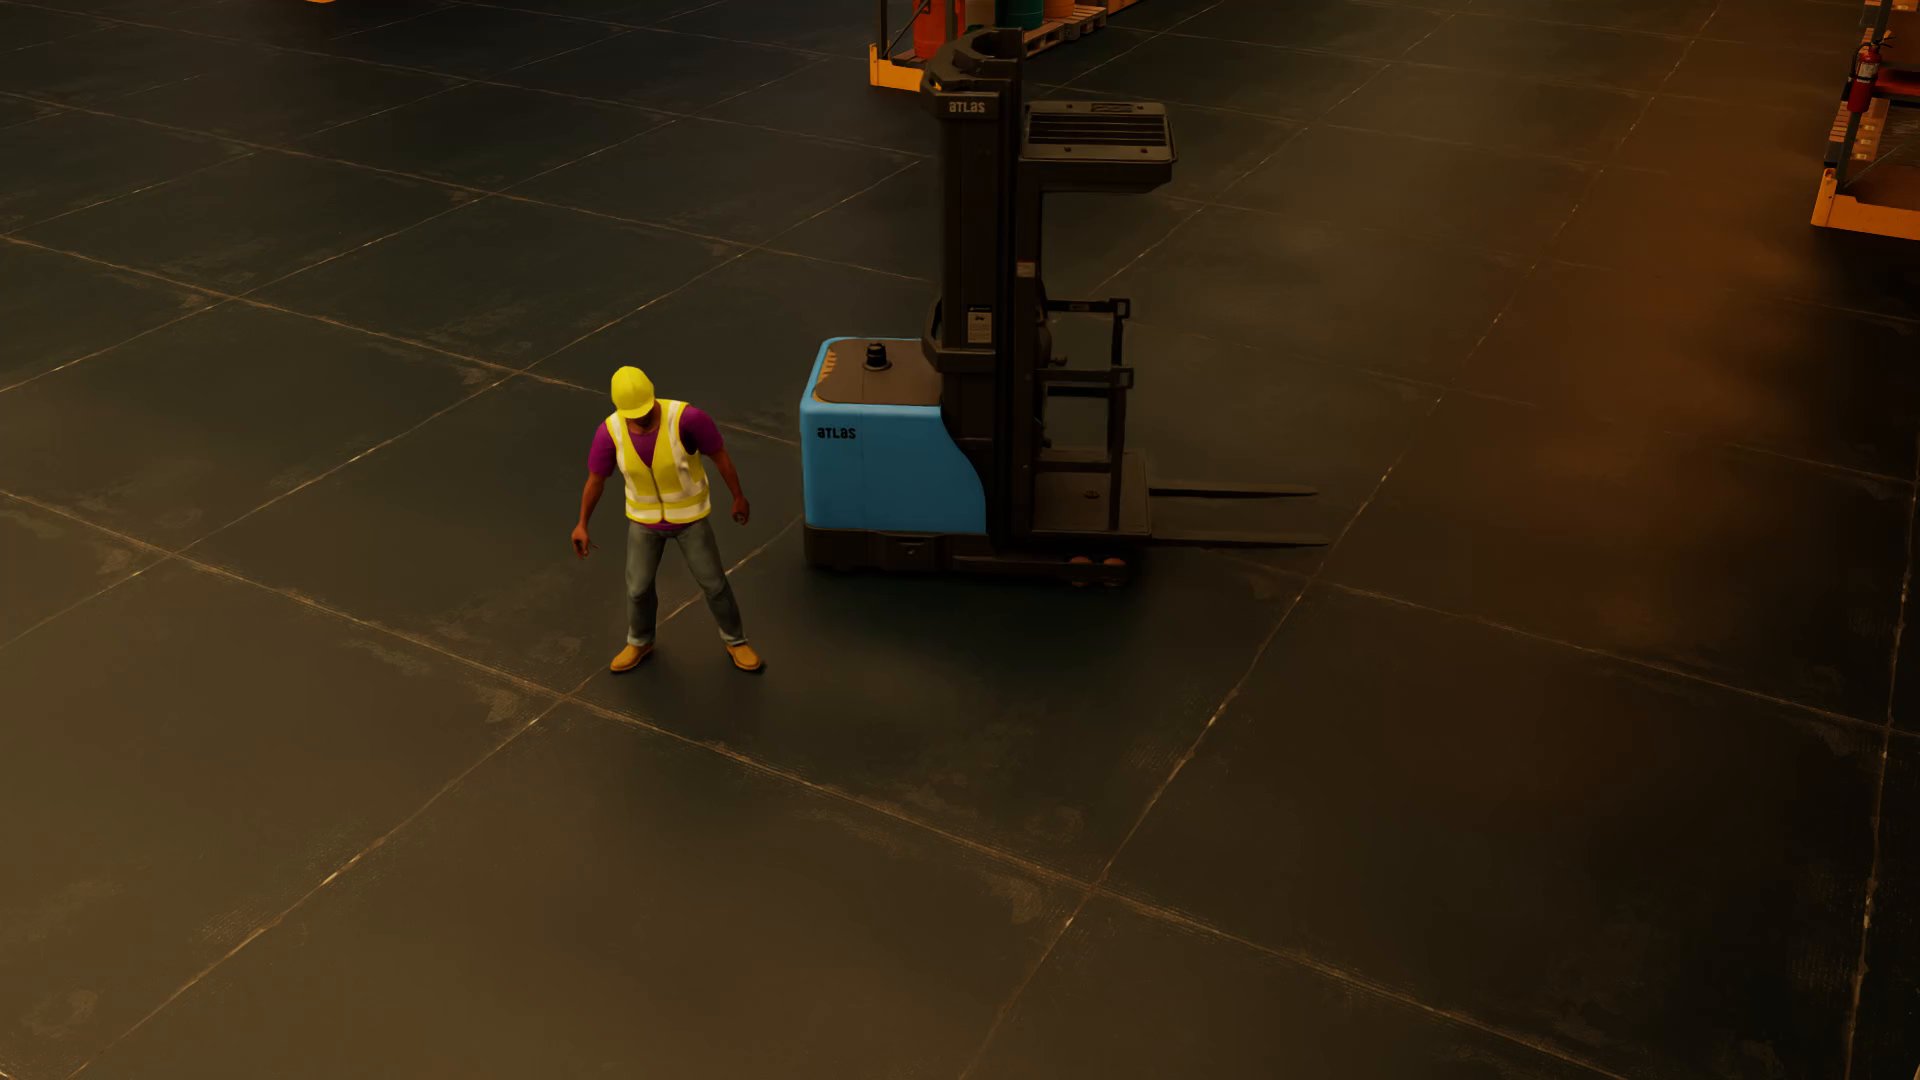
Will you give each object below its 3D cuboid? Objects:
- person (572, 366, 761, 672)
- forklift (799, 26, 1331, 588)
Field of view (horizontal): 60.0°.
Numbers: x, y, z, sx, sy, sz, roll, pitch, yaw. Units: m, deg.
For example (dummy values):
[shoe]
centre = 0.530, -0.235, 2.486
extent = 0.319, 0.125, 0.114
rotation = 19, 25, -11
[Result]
[person]
centre = -1.511, -0.101, 8.453
extent = 0.906, 1.726, 0.411
rotation = 0, 30, 0
[forklift]
centre = 0.635, -1.274, 9.278
extent = 3.031, 2.935, 1.130
rotation = 2, 30, 3
